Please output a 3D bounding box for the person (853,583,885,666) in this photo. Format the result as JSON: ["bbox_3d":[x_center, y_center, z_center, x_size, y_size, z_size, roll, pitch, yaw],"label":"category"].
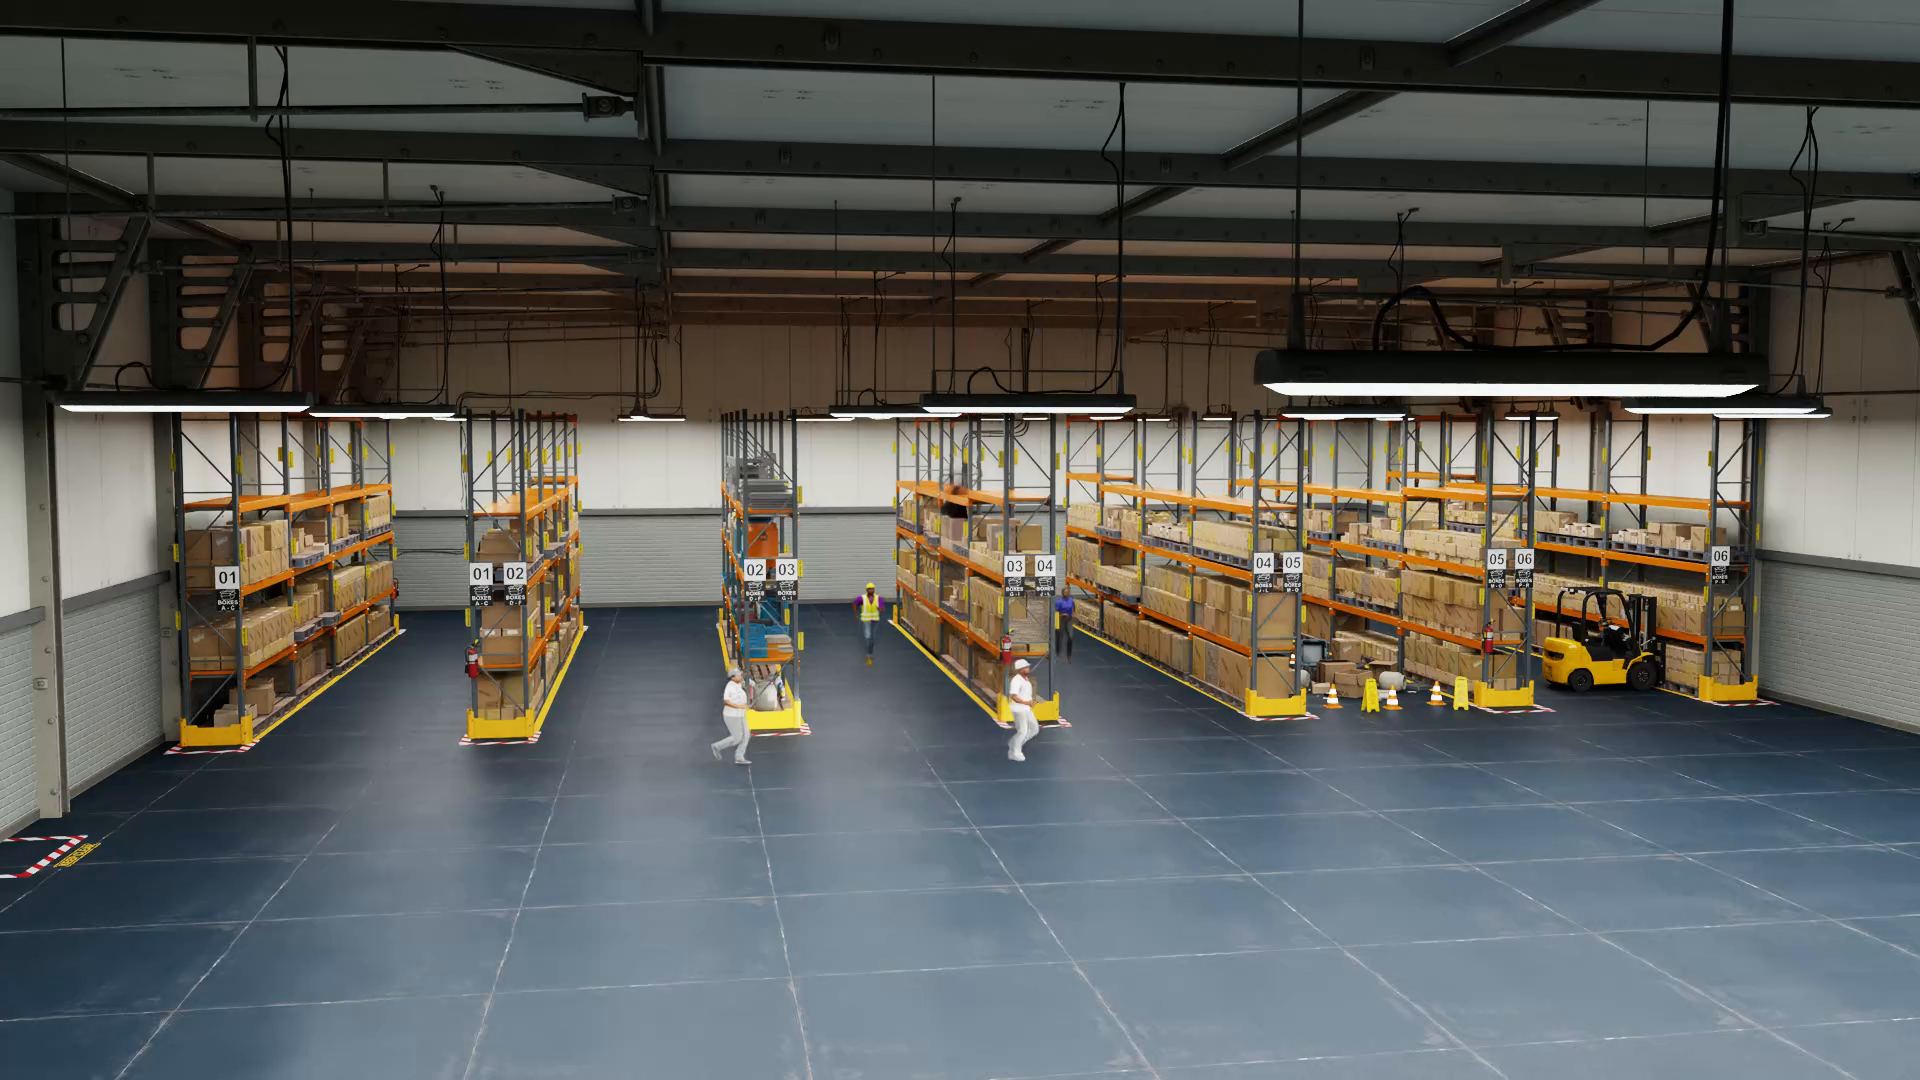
[{"bbox_3d":[-2.048,1.911,38.019,0.672,1.876,0.743,-2,4,-21],"label":"person"}]

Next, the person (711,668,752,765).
[{"bbox_3d":[-3.815,2.959,27.940,0.657,1.630,0.613,1,4,8],"label":"person"}]

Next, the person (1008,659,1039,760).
[{"bbox_3d":[1.081,2.881,28.212,0.587,1.725,0.701,2,4,21],"label":"person"}]

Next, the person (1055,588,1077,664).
[{"bbox_3d":[2.449,1.975,38.296,0.598,1.770,0.702,-1,4,-17],"label":"person"}]
